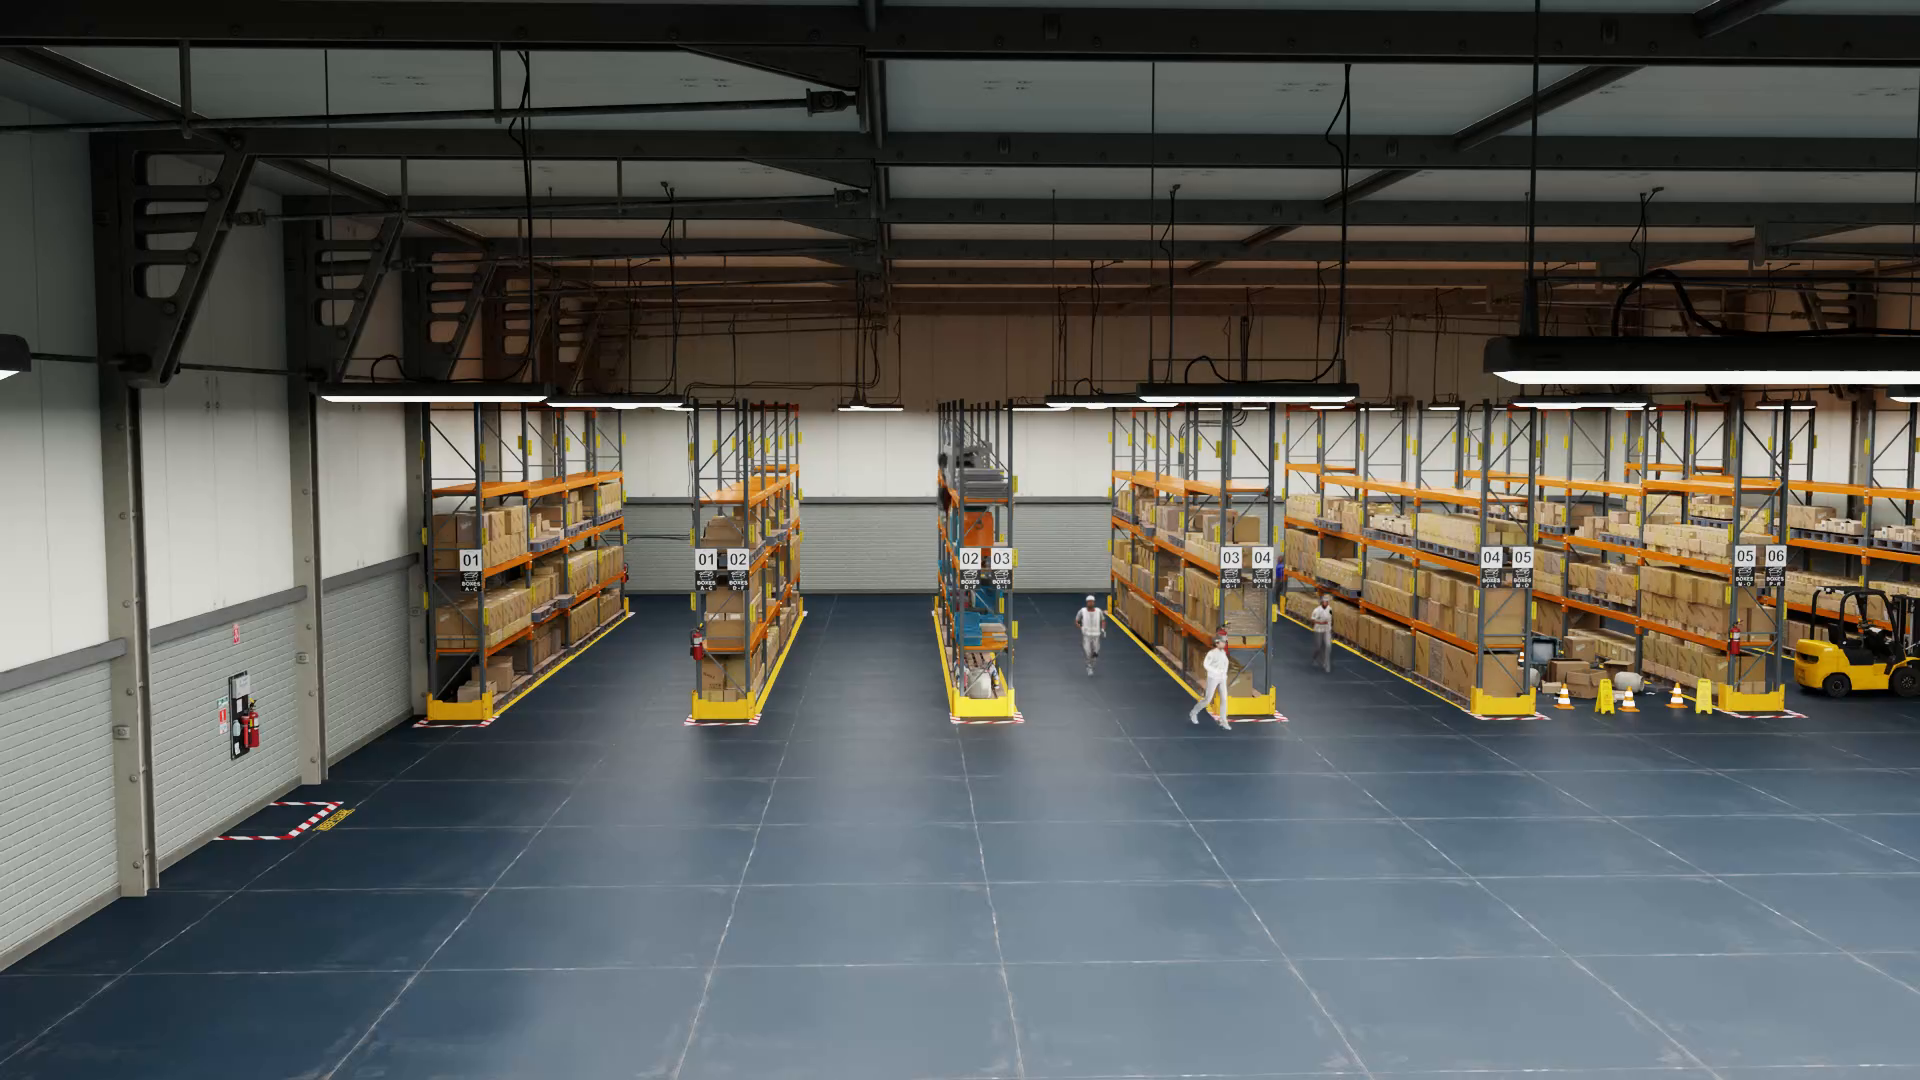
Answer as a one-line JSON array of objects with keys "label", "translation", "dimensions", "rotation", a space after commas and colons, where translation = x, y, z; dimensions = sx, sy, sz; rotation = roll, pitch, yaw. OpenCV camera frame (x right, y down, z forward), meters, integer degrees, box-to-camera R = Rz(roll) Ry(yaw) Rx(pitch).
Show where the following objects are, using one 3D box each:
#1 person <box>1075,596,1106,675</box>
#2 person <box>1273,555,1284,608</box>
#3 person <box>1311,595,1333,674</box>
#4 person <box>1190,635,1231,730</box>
[{"label": "person", "translation": [2.865, 2.089, 36.534], "dimensions": [0.686, 1.737, 0.602], "rotation": [0, 4, -3]}, {"label": "person", "translation": [9.381, 1.230, 48.713], "dimensions": [0.533, 1.601, 0.628], "rotation": [-1, 4, -11]}, {"label": "person", "translation": [8.072, 2.073, 37.085], "dimensions": [0.601, 1.731, 0.918], "rotation": [-1, 4, -13]}, {"label": "person", "translation": [4.715, 2.569, 30.429], "dimensions": [0.678, 1.674, 0.914], "rotation": [-3, 6, -38]}]
